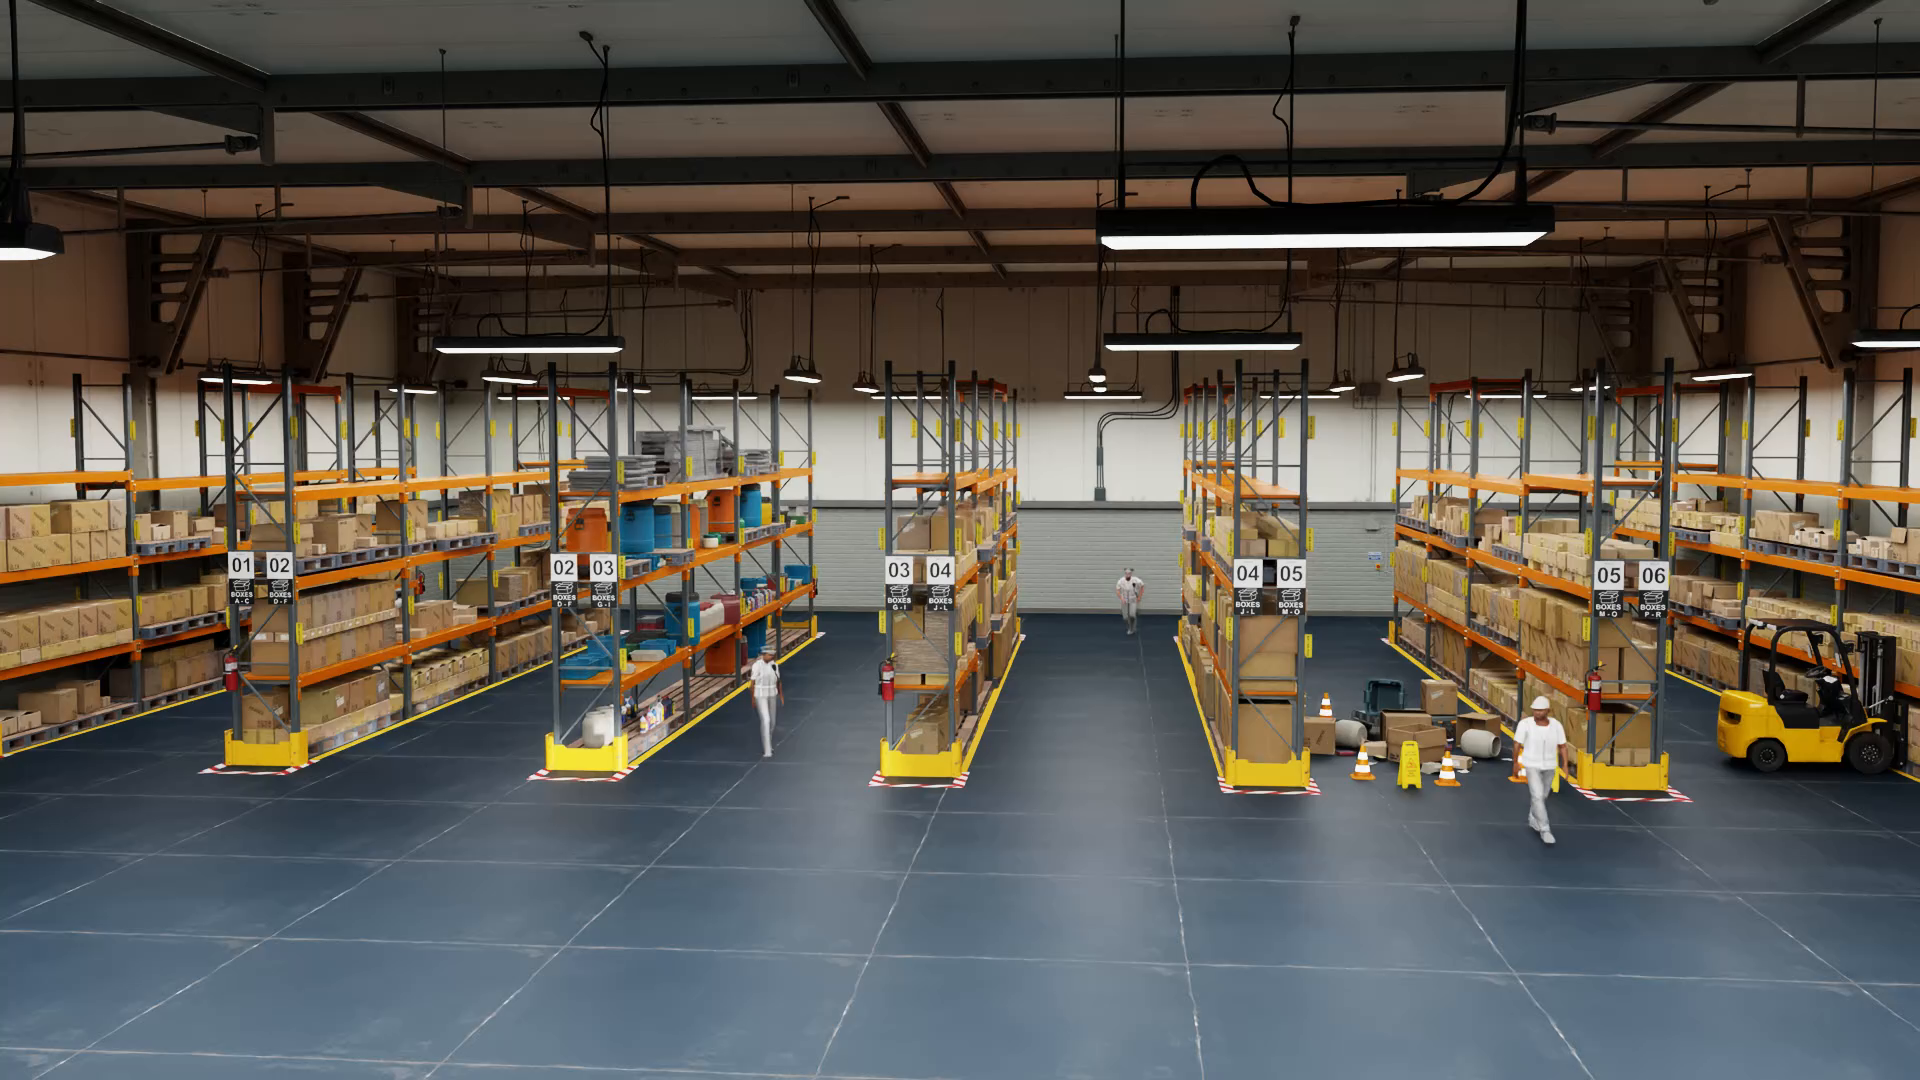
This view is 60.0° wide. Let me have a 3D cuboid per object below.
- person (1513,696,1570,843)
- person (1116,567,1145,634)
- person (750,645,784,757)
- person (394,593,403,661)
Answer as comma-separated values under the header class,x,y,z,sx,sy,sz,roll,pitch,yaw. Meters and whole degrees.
class,x,y,z,sx,sy,sz,roll,pitch,yaw
person,7.132,2.773,20.341,0.599,1.719,0.968,0,4,-2
person,4.173,1.490,40.747,0.692,1.677,0.727,1,4,16
person,-2.956,2.495,25.818,0.470,1.696,0.623,-3,5,-36
person,-11.926,1.853,35.406,0.515,1.655,0.480,3,5,35
